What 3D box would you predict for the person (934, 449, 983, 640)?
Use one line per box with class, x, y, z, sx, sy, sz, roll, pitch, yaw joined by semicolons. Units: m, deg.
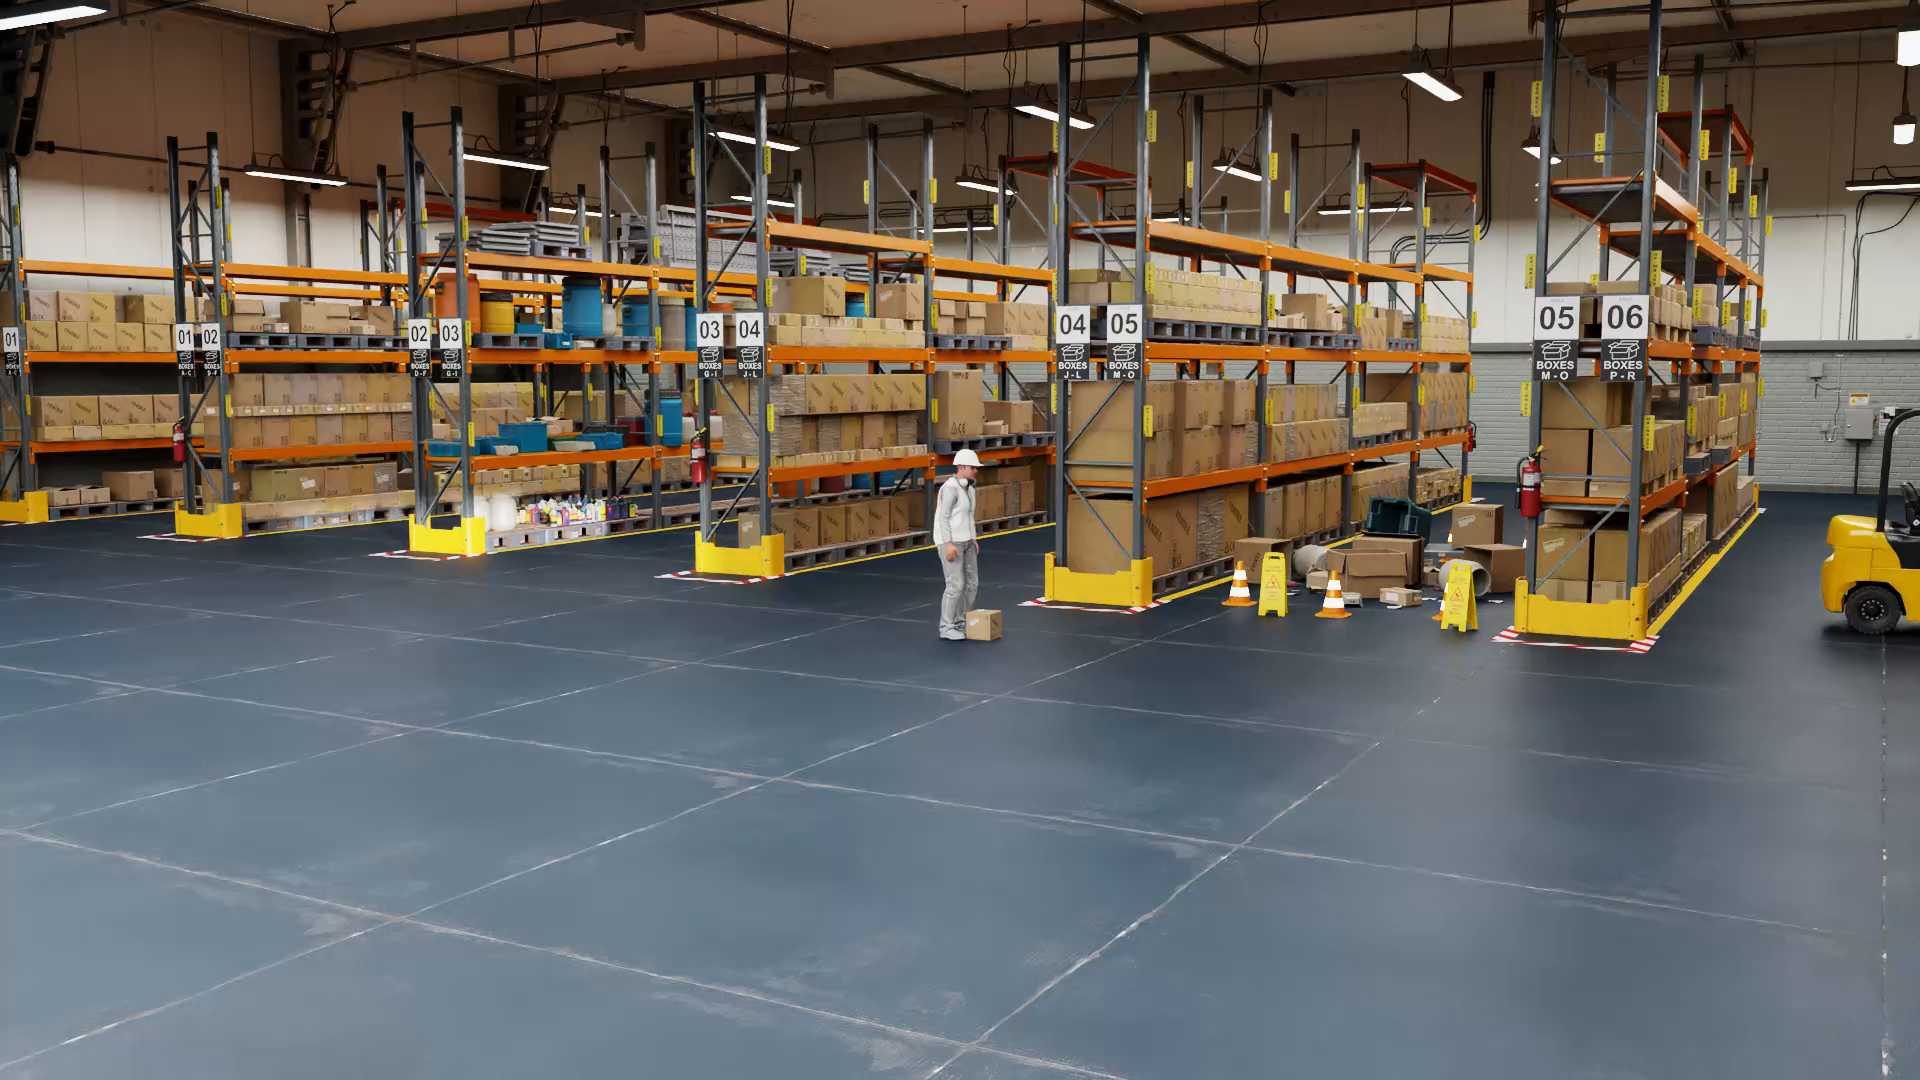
person;-0.005;0.030;15.702;0.461;1.772;0.580;3;7;29
